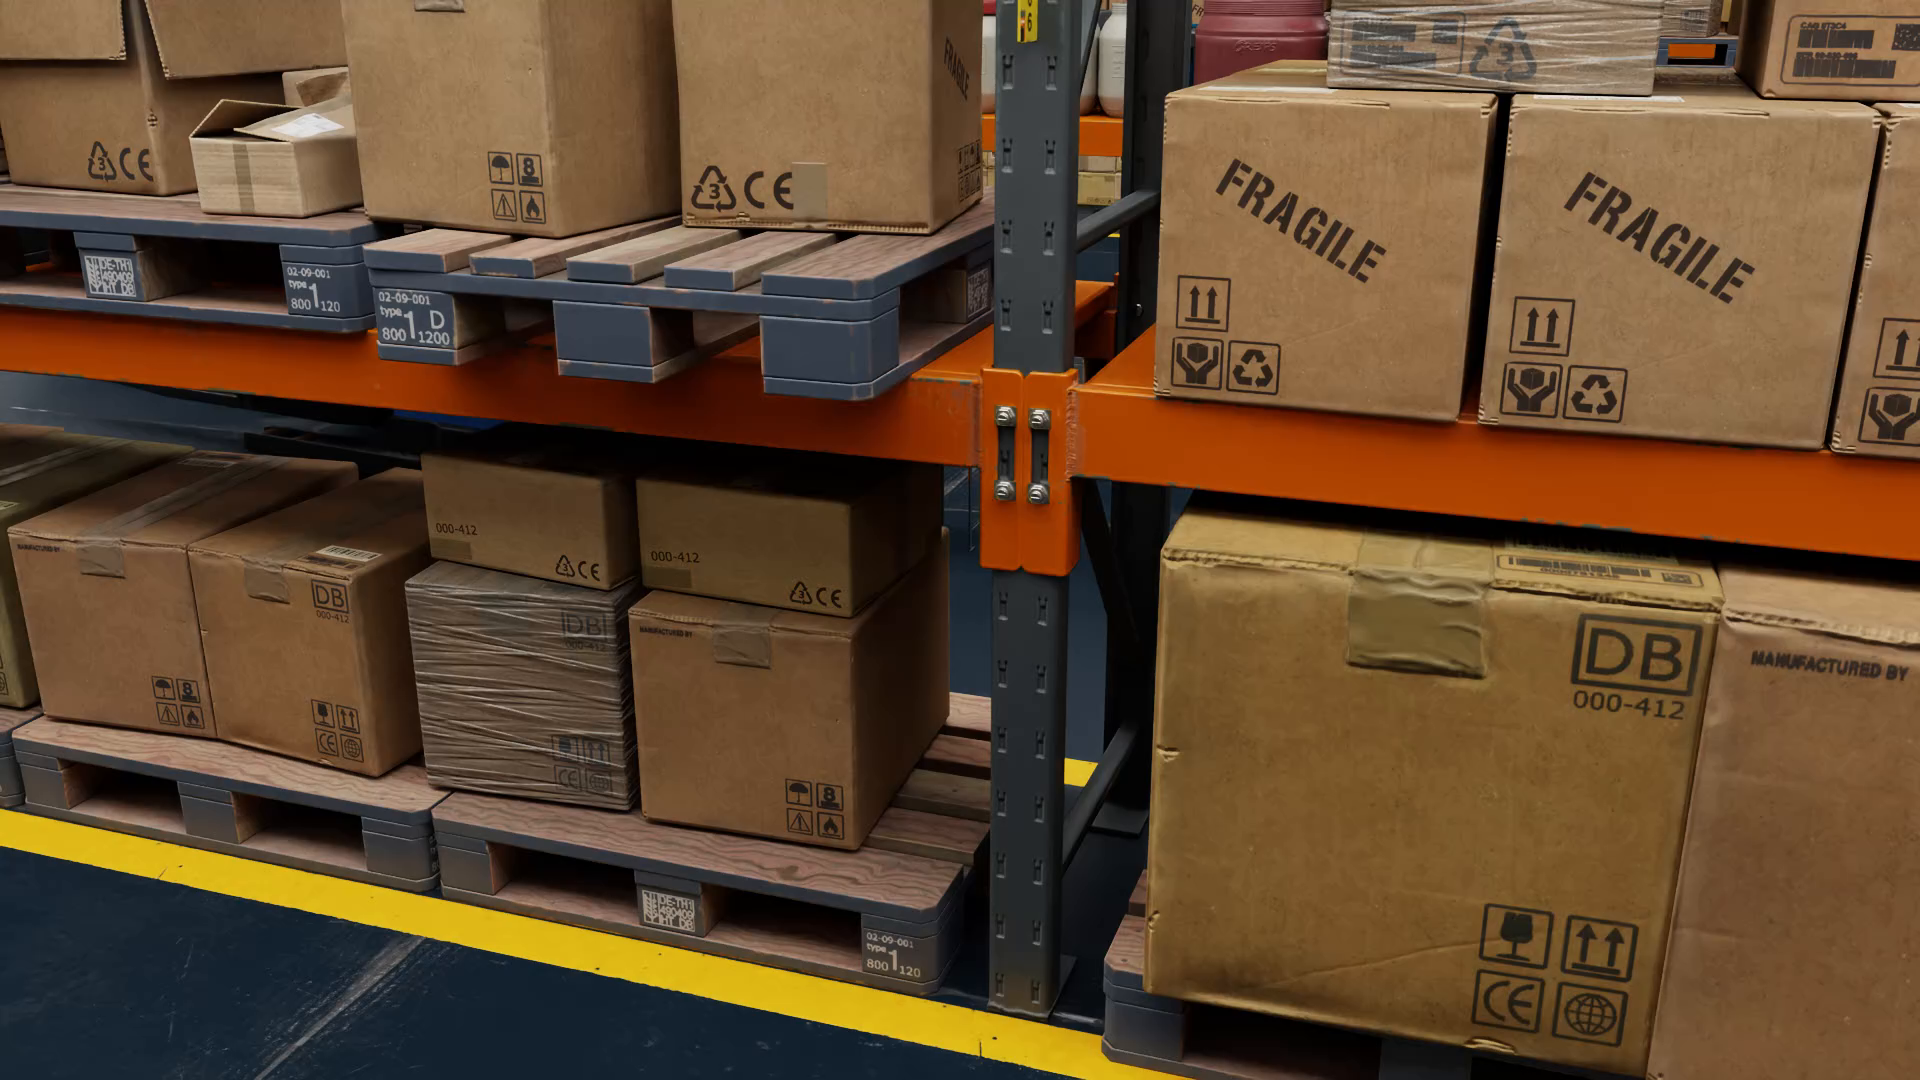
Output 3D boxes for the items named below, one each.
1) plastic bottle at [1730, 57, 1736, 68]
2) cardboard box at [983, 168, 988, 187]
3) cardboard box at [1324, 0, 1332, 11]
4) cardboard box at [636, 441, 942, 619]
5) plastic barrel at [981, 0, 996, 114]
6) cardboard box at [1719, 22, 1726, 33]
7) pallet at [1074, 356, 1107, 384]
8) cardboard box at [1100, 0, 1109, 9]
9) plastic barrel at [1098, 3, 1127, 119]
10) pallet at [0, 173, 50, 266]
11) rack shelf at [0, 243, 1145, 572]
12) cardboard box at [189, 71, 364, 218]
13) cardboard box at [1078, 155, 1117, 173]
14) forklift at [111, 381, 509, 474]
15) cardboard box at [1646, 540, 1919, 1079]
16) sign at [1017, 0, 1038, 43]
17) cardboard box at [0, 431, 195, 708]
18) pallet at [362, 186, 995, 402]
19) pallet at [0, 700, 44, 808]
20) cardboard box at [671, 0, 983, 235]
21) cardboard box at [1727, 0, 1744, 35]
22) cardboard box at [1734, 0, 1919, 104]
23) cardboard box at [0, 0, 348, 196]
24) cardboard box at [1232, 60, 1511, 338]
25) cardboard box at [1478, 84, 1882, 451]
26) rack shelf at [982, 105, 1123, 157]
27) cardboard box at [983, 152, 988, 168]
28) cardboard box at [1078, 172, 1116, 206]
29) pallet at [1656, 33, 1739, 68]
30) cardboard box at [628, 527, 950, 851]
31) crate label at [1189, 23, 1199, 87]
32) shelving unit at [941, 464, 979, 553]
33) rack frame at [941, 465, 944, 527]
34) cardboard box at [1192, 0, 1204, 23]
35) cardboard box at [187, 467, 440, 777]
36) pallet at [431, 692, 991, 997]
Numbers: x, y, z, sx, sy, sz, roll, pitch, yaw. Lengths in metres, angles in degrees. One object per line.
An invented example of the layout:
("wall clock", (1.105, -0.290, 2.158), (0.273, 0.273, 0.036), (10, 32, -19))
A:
("plastic bottle", (3.506, -2.066, 7.622), (0.133, 0.283, 0.061), (7, 20, 18))
("cardboard box", (0.054, -2.906, 13.396), (0.500, 0.250, 0.500), (6, 20, 17))
("cardboard box", (3.524, -5.666, 16.953), (0.500, 0.500, 0.700), (7, 20, 18))
("cardboard box", (-0.364, -0.060, 3.681), (0.500, 0.250, 0.500), (7, 21, 20))
("plastic barrel", (0.059, -2.354, 8.066), (0.433, 0.535, 0.433), (0, 19, 0))
("cardboard box", (7.089, -4.826, 15.715), (0.250, 0.149, 0.380), (7, 20, 20))
("pallet", (1.185, -0.934, 8.436), (1.213, 0.211, 1.003), (7, 20, 18))
("cardboard box", (0.972, -4.029, 12.927), (0.500, 0.500, 0.500), (8, 21, 22))
("plastic barrel", (0.862, -2.253, 7.812), (0.421, 0.512, 0.421), (0, 19, 0))
("pallet", (-2.826, -0.829, 4.189), (1.213, 0.211, 1.003), (7, 20, 18))
("rack shelf", (-1.611, -0.492, 4.022), (4.000, 0.370, 1.077), (7, 20, 18))
("cardboard box", (-1.385, -0.846, 3.513), (0.258, 0.266, 0.396), (6, 20, 17))
("cardboard box", (1.024, -3.058, 12.981), (0.500, 0.311, 0.500), (6, 20, 16))
("forklift", (-2.401, -1.795, 6.773), (3.031, 2.935, 1.130), (9, 21, 25))
("cardboard box", (1.763, 0.369, 3.049), (0.875, 0.875, 1.225), (7, 20, 18))
("sign", (0.110, -0.955, 2.620), (0.005, 0.325, 0.100), (7, 20, 18))
("cardboard box", (-2.483, 0.056, 4.489), (0.500, 0.500, 0.700), (6, 20, 18))
("pallet", (-0.429, -0.569, 3.442), (1.003, 0.211, 1.213), (7, 20, 18))
("pallet", (-2.764, 0.353, 4.743), (1.213, 0.211, 1.003), (7, 20, 18))
("cardboard box", (-0.245, -0.907, 3.330), (0.500, 0.500, 0.500), (4, 20, 11))
("cardboard box", (5.622, -3.680, 11.287), (0.500, 0.500, 0.700), (1, 19, 4))
("cardboard box", (1.579, -0.981, 2.657), (0.637, 0.503, 0.797), (7, 20, 19))
("cardboard box", (-1.832, -1.136, 3.983), (0.637, 0.503, 0.797), (9, 21, 24))
("cardboard box", (0.826, -0.686, 3.336), (0.500, 0.500, 0.500), (7, 20, 20))
("cardboard box", (1.136, -0.470, 2.717), (0.500, 0.500, 0.500), (6, 20, 17))
("rack shelf", (0.015, -2.032, 8.440), (4.000, 0.370, 1.077), (7, 20, 18))
("cardboard box", (0.063, -3.170, 13.300), (0.500, 0.311, 0.500), (7, 20, 18))
("cardboard box", (1.027, -2.796, 13.079), (0.500, 0.250, 0.500), (6, 20, 16))
("pallet", (5.372, -3.396, 11.552), (1.213, 0.211, 1.003), (7, 20, 18))
("cardboard box", (-0.361, 0.291, 3.813), (0.500, 0.500, 0.700), (5, 20, 15))
("crate label", (1.054, -2.363, 8.246), (0.616, 0.435, 0.502), (7, 20, 18))
("shelving unit", (-0.014, -0.568, 5.883), (0.189, 1.200, 0.258), (7, 20, 18))
("rack frame", (-0.100, -0.578, 5.912), (0.006, 1.200, 0.240), (7, 20, 18))
("cardboard box", (1.943, -3.918, 12.608), (0.500, 0.500, 0.500), (5, 20, 15))
("cardboard box", (-1.427, 0.176, 4.143), (0.500, 0.500, 0.700), (8, 21, 23))
("pallet", (-0.459, 0.617, 3.987), (1.213, 0.211, 1.003), (7, 20, 18))
